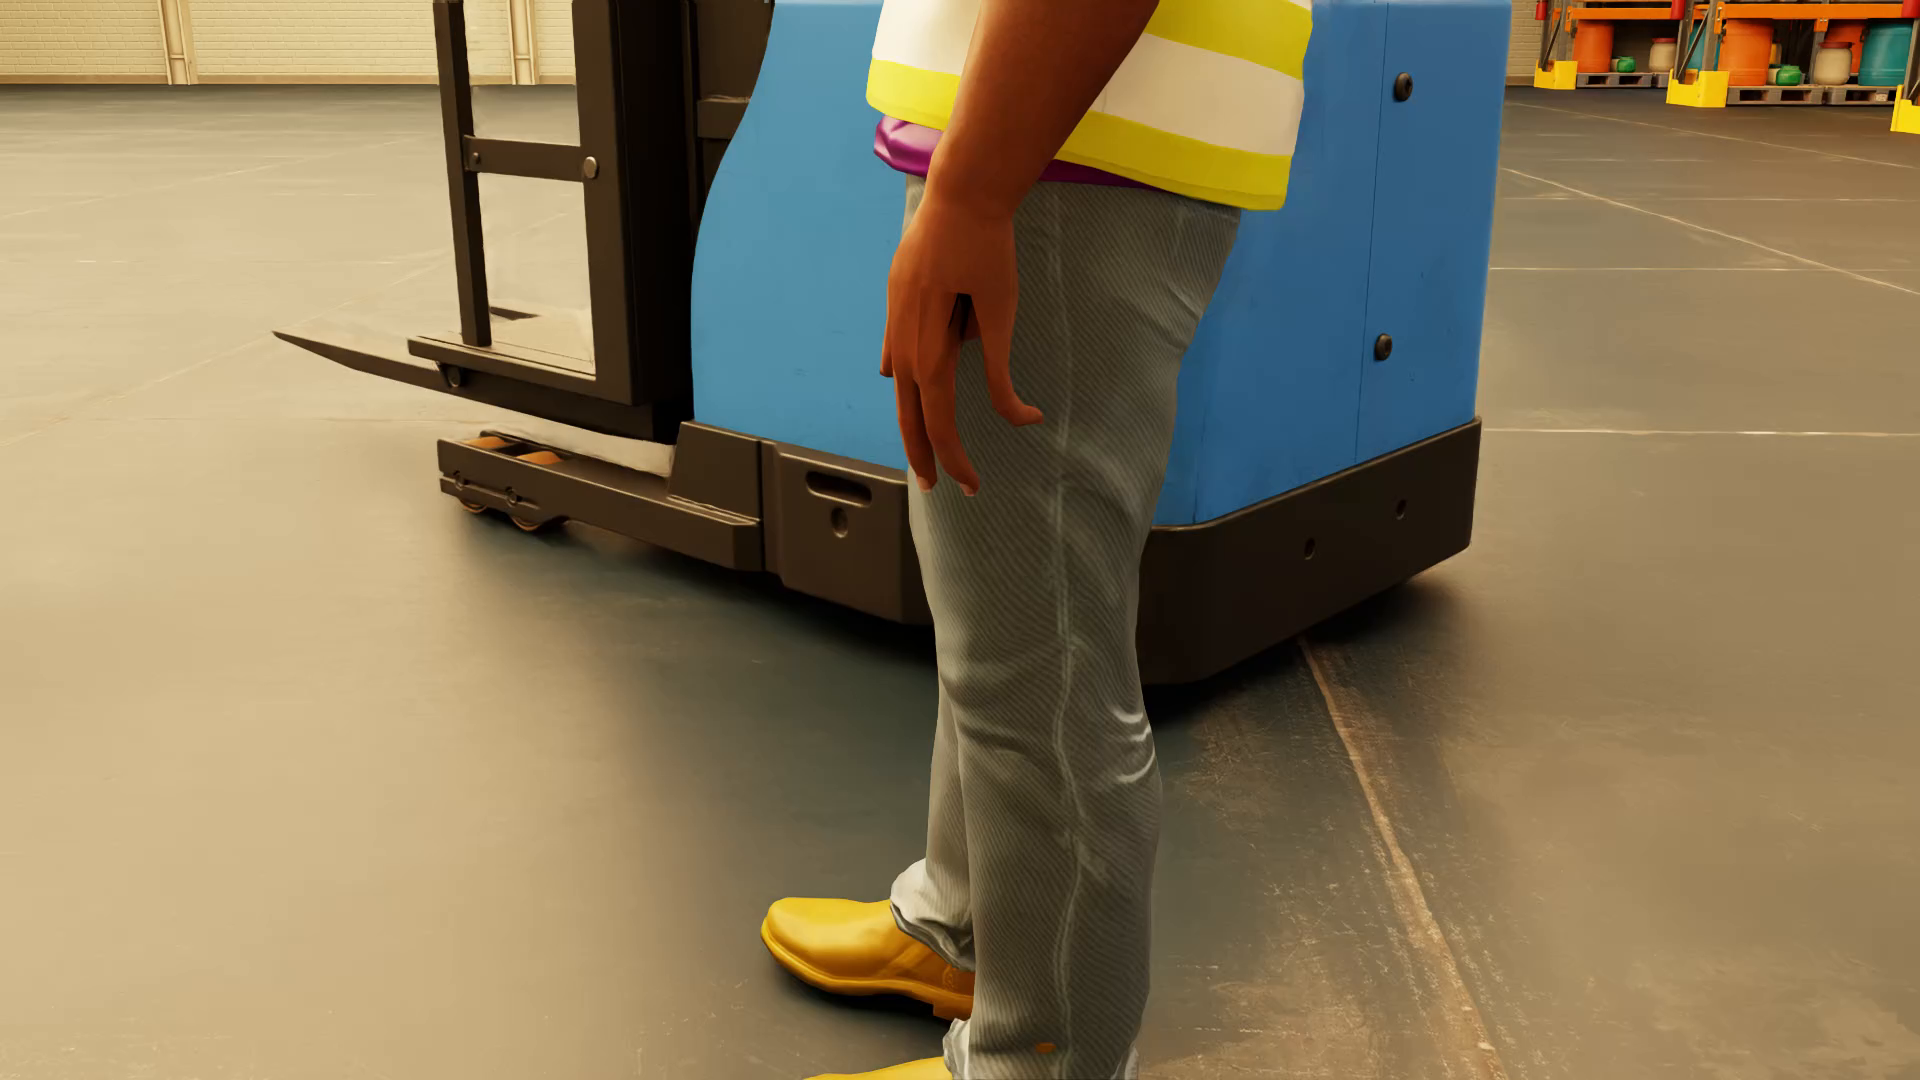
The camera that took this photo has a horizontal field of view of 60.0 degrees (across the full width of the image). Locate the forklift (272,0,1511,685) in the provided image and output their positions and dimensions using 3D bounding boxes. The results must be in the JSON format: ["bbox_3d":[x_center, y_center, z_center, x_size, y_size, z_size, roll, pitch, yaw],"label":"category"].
[{"bbox_3d":[-0.478,-1.519,3.321,3.031,2.935,1.130,15,23,40],"label":"forklift"}]

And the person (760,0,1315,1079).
[{"bbox_3d":[0.016,-0.289,1.301,0.576,1.766,0.666,3,18,10],"label":"person"}]
